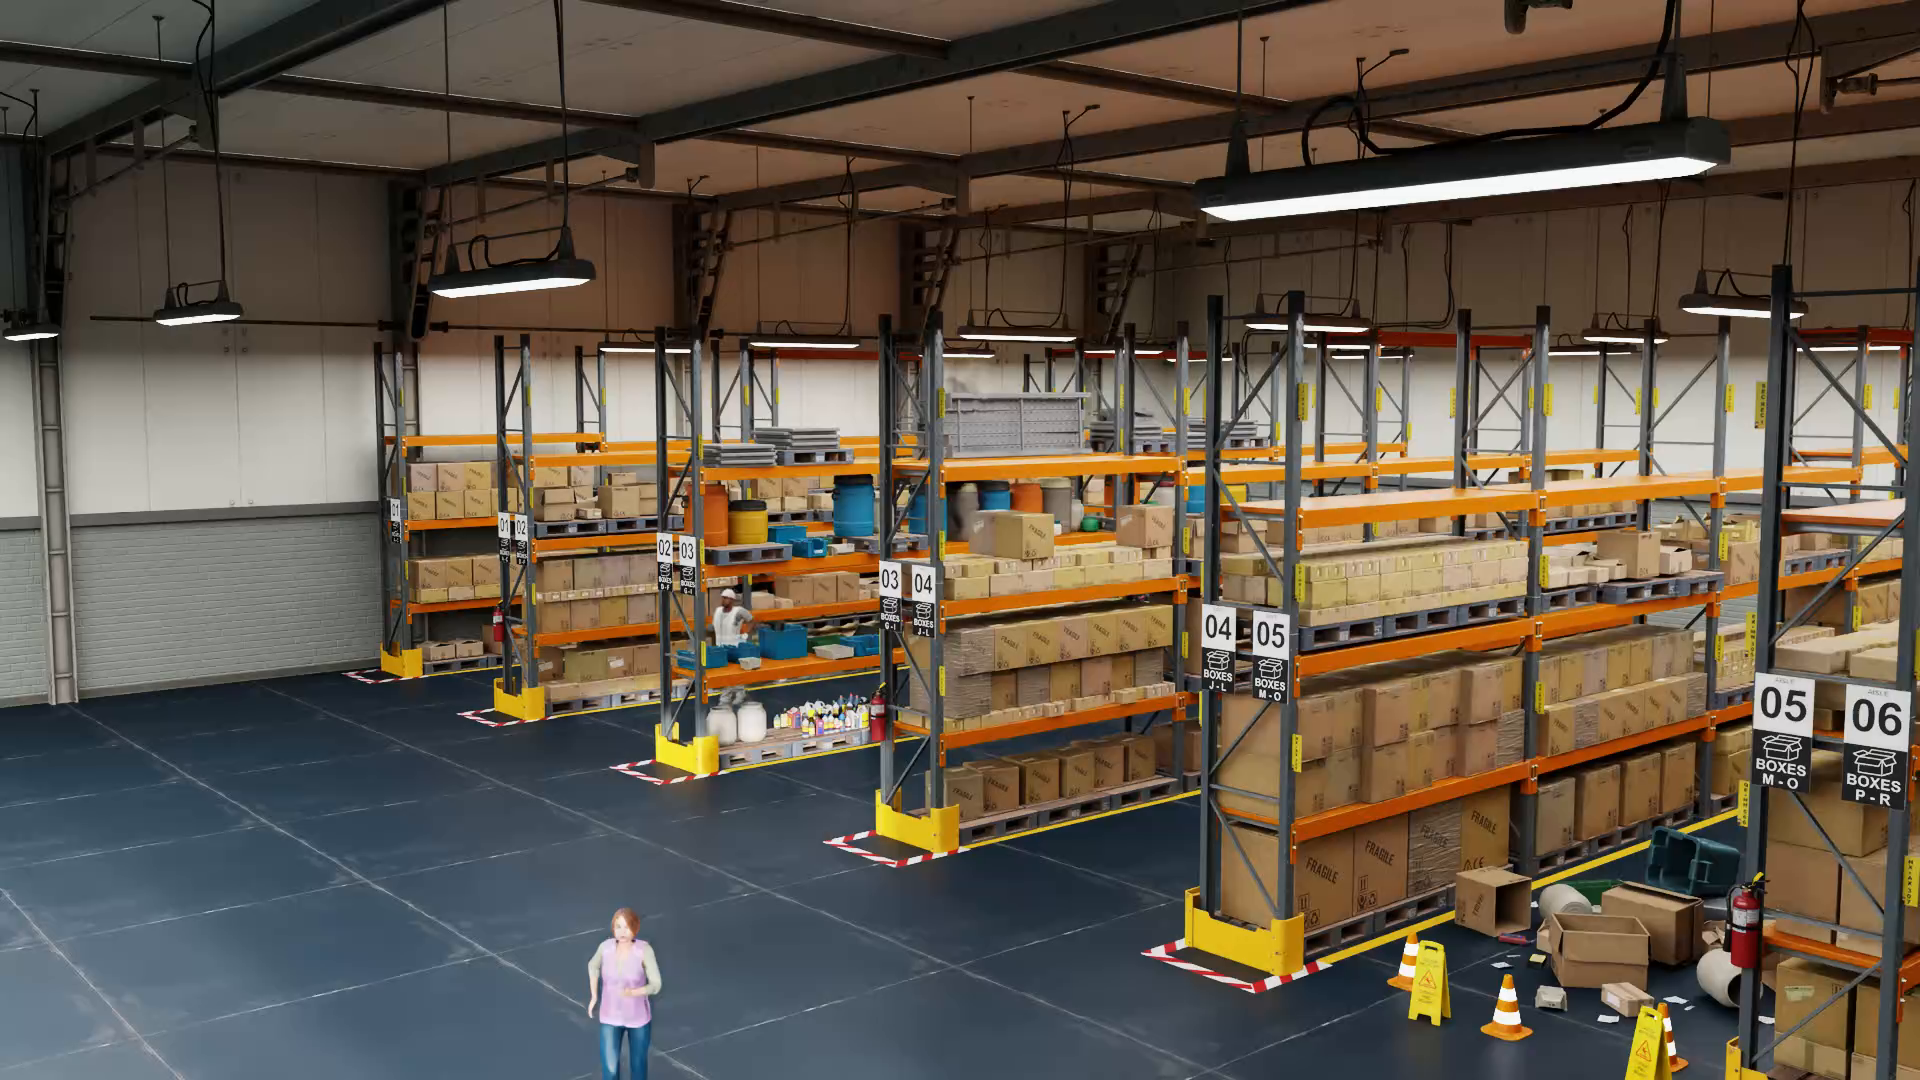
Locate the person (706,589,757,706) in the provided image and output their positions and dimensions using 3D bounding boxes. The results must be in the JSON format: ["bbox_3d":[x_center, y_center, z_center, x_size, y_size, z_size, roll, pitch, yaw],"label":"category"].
[{"bbox_3d":[-3.532,1.660,25.312,0.670,1.836,0.806,4,6,37],"label":"person"}]

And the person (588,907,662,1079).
[{"bbox_3d":[-2.300,3.319,11.418,0.516,1.628,0.759,-1,5,-7],"label":"person"}]
